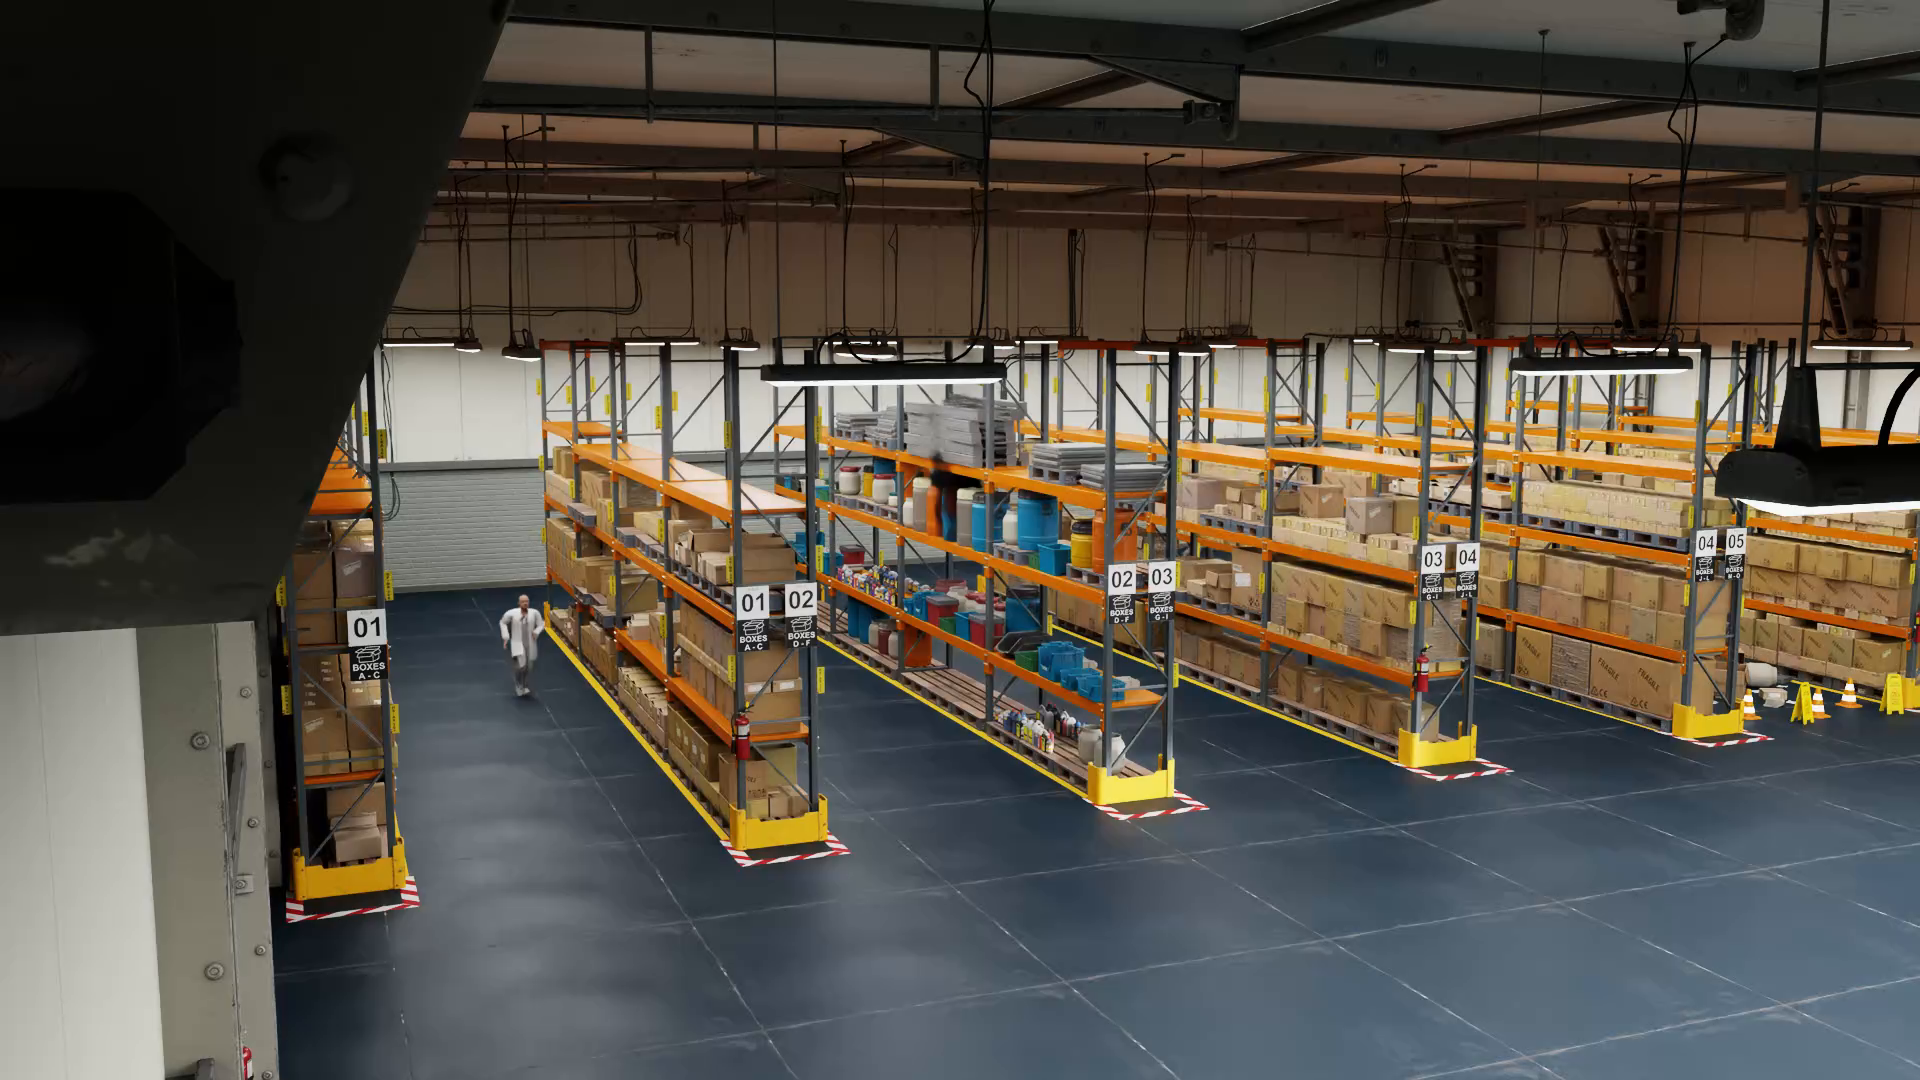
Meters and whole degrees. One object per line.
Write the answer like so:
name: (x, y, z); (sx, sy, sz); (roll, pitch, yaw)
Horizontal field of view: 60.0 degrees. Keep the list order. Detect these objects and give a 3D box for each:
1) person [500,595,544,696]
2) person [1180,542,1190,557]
person: (-7.394, 1.794, 28.200); (0.678, 1.743, 0.808); (-4, 8, -28)
person: (5.805, 0.163, 41.910); (0.469, 1.504, 0.795); (2, 8, 12)
